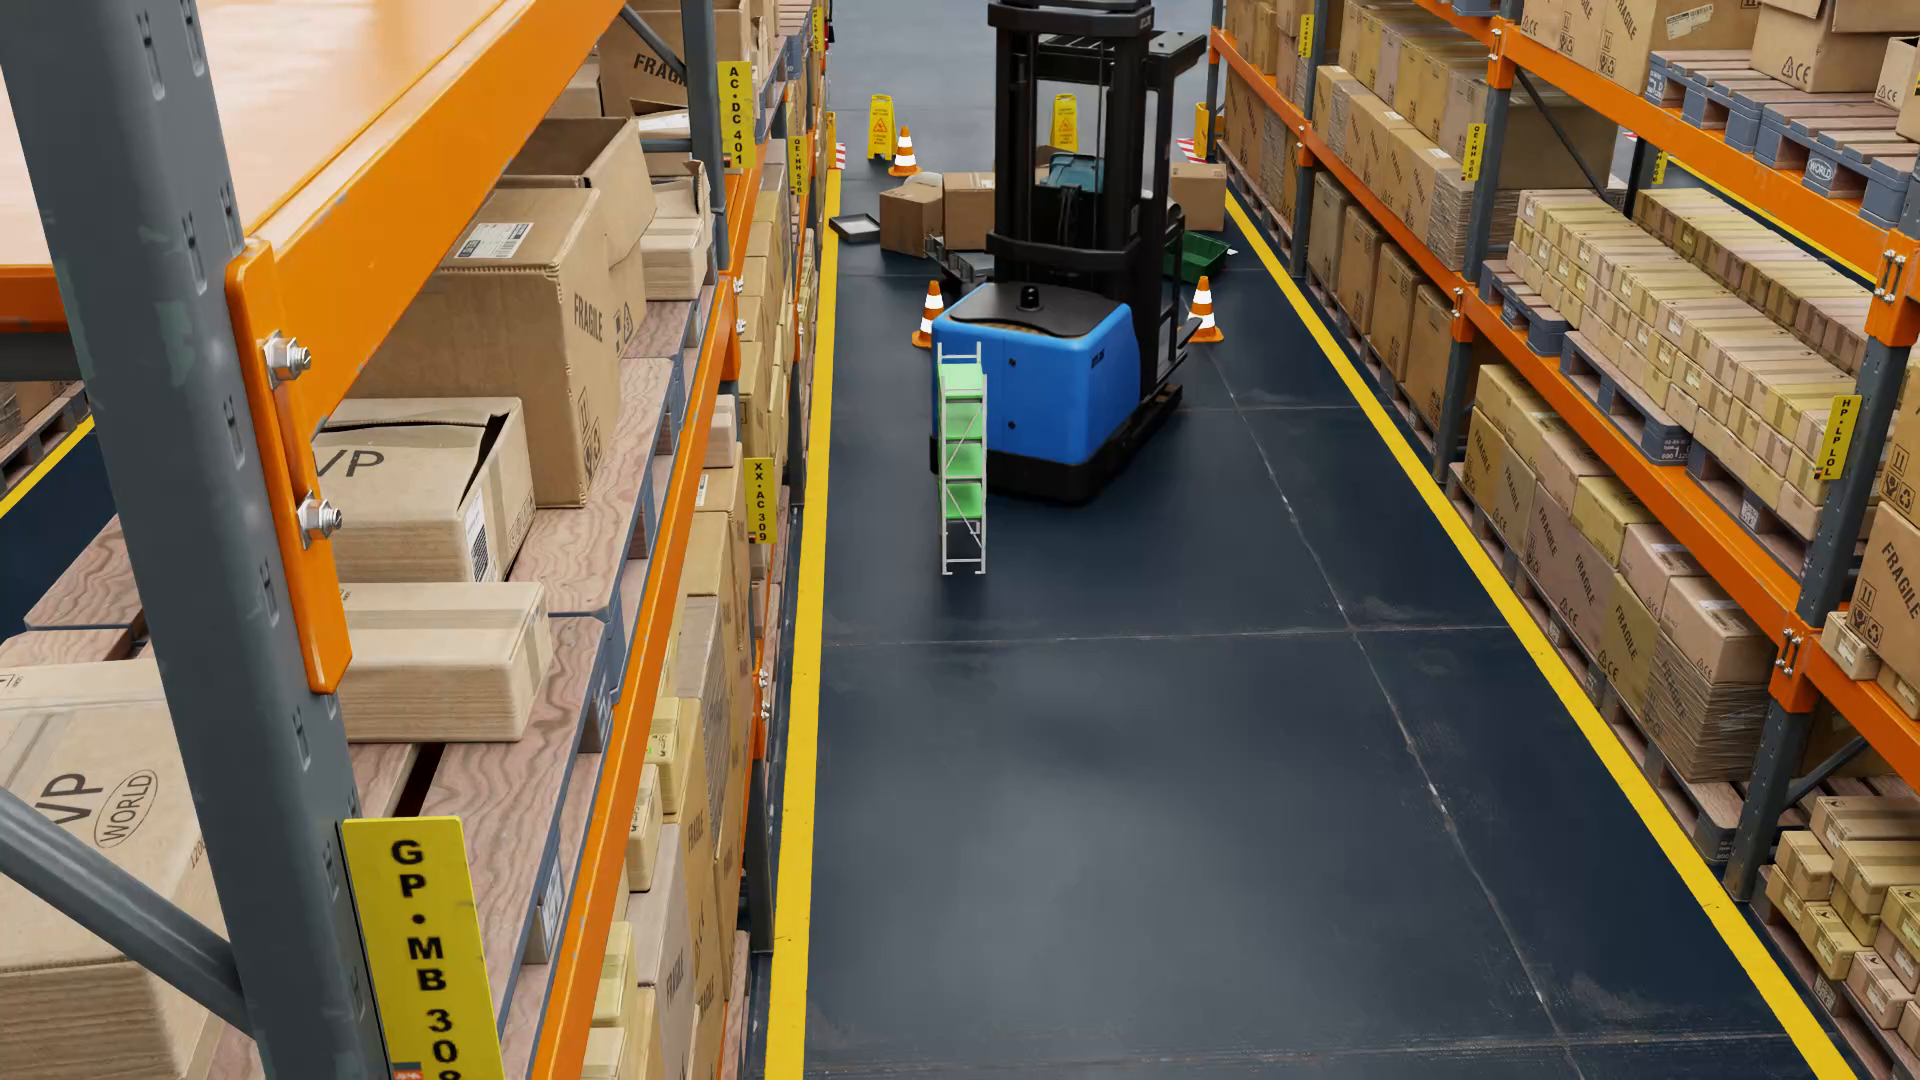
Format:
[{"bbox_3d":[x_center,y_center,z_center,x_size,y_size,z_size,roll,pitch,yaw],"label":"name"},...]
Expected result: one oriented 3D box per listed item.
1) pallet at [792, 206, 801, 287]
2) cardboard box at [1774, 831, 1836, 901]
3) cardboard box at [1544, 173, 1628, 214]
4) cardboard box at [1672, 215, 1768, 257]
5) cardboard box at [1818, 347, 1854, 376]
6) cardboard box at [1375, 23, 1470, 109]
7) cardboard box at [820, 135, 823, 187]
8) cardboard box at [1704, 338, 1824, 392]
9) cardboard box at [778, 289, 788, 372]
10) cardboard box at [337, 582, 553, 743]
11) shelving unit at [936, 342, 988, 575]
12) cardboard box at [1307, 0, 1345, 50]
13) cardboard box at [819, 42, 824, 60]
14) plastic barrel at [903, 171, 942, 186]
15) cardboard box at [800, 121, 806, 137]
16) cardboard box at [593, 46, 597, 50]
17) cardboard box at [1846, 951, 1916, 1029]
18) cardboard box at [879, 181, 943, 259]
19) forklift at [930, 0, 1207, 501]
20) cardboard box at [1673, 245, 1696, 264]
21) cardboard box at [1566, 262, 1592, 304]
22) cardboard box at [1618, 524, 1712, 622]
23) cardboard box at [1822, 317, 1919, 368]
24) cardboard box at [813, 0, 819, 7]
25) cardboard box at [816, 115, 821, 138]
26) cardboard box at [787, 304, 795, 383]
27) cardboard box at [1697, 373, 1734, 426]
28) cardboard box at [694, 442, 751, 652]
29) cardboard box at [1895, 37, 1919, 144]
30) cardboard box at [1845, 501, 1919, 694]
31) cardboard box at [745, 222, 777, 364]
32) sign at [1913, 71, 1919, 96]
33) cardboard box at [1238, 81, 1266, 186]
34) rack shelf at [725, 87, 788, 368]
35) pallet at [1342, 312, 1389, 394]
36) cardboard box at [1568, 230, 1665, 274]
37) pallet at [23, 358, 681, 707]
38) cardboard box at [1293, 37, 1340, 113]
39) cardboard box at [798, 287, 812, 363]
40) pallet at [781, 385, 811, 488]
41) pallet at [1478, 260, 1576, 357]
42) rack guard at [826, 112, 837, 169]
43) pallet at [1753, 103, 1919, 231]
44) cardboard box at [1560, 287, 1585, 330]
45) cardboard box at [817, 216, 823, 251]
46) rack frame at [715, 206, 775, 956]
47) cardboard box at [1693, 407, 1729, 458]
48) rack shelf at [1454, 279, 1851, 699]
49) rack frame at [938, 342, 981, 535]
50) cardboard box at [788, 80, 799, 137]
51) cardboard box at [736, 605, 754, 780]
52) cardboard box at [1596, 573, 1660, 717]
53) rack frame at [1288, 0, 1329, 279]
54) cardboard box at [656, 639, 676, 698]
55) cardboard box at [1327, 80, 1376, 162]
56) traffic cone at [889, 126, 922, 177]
[{"bbox_3d":[-1.595,-1.790,10.145,1.213,0.211,1.003,-1,28,-3],"label":"pallet"},{"bbox_3d":[3.395,1.254,6.409,0.380,0.149,0.250,0,28,0],"label":"cardboard box"},{"bbox_3d":[3.733,-1.973,10.180,0.500,0.500,0.500,-1,28,-2],"label":"cardboard box"},{"bbox_3d":[3.995,-1.601,8.750,0.380,0.149,0.250,-1,28,-1],"label":"cardboard box"},{"bbox_3d":[4.075,-0.750,7.441,0.380,0.149,0.250,0,28,-1],"label":"cardboard box"},{"bbox_3d":[3.365,-3.349,11.739,0.700,0.500,0.500,-1,28,-2],"label":"cardboard box"},{"bbox_3d":[-1.461,-3.221,14.390,0.500,0.500,0.500,0,28,-1],"label":"cardboard box"},{"bbox_3d":[3.440,-0.751,7.121,0.380,0.149,0.250,-1,28,-3],"label":"cardboard box"},{"bbox_3d":[-1.094,-1.013,8.071,0.500,0.250,0.500,-2,28,-4],"label":"cardboard box"},{"bbox_3d":[-0.860,0.189,2.610,0.380,0.149,0.250,0,28,-1],"label":"cardboard box"},{"bbox_3d":[0.009,-0.456,9.326,0.258,1.200,0.503,-1,28,-3],"label":"shelving unit"},{"bbox_3d":[3.293,-4.278,13.379,0.875,0.550,0.550,-1,28,-3],"label":"cardboard box"},{"bbox_3d":[-1.476,-4.612,15.621,0.380,0.149,0.250,-1,28,-2],"label":"cardboard box"},{"bbox_3d":[-0.249,-3.183,15.395,0.512,0.421,0.421,19,33,32],"label":"plastic barrel"},{"bbox_3d":[-1.295,-2.881,11.848,0.380,0.149,0.250,-1,28,-2],"label":"cardboard box"},{"bbox_3d":[-1.491,-1.983,6.864,0.380,0.166,0.250,1,28,2],"label":"cardboard box"},{"bbox_3d":[3.473,1.623,6.023,0.380,0.149,0.250,-2,28,-3],"label":"cardboard box"},{"bbox_3d":[-0.357,-2.816,14.606,0.500,0.500,0.500,19,33,32],"label":"cardboard box"},{"bbox_3d":[0.885,-2.193,10.786,1.130,2.935,3.031,12,30,22],"label":"forklift"},{"bbox_3d":[4.000,-1.459,8.800,0.380,0.149,0.250,-1,28,-1],"label":"cardboard box"},{"bbox_3d":[3.359,-1.328,8.549,0.380,0.149,0.250,-1,28,-2],"label":"cardboard box"},{"bbox_3d":[3.391,0.147,7.663,0.500,0.250,0.500,0,28,0],"label":"cardboard box"},{"bbox_3d":[4.079,-0.879,7.367,0.380,0.149,0.250,-2,28,-3],"label":"cardboard box"},{"bbox_3d":[-1.466,-4.223,13.093,0.700,0.500,0.500,-2,28,-3],"label":"cardboard box"},{"bbox_3d":[-1.396,-3.558,14.335,0.380,0.149,0.250,0,28,-1],"label":"cardboard box"},{"bbox_3d":[-1.123,-1.019,8.622,0.500,0.250,0.500,-1,28,-2],"label":"cardboard box"},{"bbox_3d":[3.434,-0.615,7.182,0.380,0.149,0.250,-2,28,-4],"label":"cardboard box"},{"bbox_3d":[-0.942,0.023,5.274,0.500,0.500,0.500,-2,28,-3],"label":"cardboard box"},{"bbox_3d":[3.786,-1.605,5.778,0.700,0.500,0.500,-1,28,-3],"label":"cardboard box"},{"bbox_3d":[3.470,0.191,5.710,0.500,0.500,0.500,-2,28,-4],"label":"cardboard box"},{"bbox_3d":[-1.089,-1.103,7.432,0.500,0.500,0.500,-2,28,-3],"label":"cardboard box"},{"bbox_3d":[3.142,-1.586,5.319,0.100,0.325,0.005,-1,28,-3],"label":"sign"},{"bbox_3d":[3.219,-3.935,15.895,0.875,0.875,0.875,-2,28,-3],"label":"cardboard box"},{"bbox_3d":[-1.347,-1.636,7.177,1.077,0.370,4.000,-1,28,-3],"label":"rack shelf"},{"bbox_3d":[3.460,-1.406,12.217,1.003,0.211,1.213,-1,28,-3],"label":"pallet"},{"bbox_3d":[3.356,-1.475,8.509,0.380,0.149,0.250,-3,28,-5],"label":"cardboard box"},{"bbox_3d":[-1.149,-0.052,3.457,1.003,0.211,1.213,-1,28,-3],"label":"pallet"},{"bbox_3d":[3.247,-3.798,13.627,0.875,0.550,0.550,-1,28,-3],"label":"cardboard box"},{"bbox_3d":[-1.551,-1.521,11.811,0.950,0.372,0.625,0,28,-1],"label":"cardboard box"},{"bbox_3d":[-1.490,-0.673,10.812,1.003,0.211,1.213,-1,28,-3],"label":"pallet"},{"bbox_3d":[3.631,-1.303,9.212,1.213,0.211,1.003,-1,28,-3],"label":"pallet"},{"bbox_3d":[-1.865,-4.099,17.069,1.175,0.500,0.348,-1,28,-3],"label":"rack guard"},{"bbox_3d":[3.770,-1.402,6.153,1.213,0.211,1.003,-1,28,-3],"label":"pallet"},{"bbox_3d":[3.353,-1.205,8.634,0.380,0.149,0.250,0,28,0],"label":"cardboard box"},{"bbox_3d":[-1.421,-2.642,14.090,0.500,0.250,0.500,-3,28,-5],"label":"cardboard box"},{"bbox_3d":[-1.242,0.299,5.933,1.000,3.000,0.127,-1,28,-3],"label":"rack frame"},{"bbox_3d":[3.439,-0.471,7.228,0.380,0.149,0.250,-3,28,-5],"label":"cardboard box"},{"bbox_3d":[3.591,-0.472,8.189,1.077,0.370,4.000,-1,28,-3],"label":"rack shelf"},{"bbox_3d":[-0.004,-0.568,9.542,0.240,1.200,0.015,-1,28,-3],"label":"rack frame"},{"bbox_3d":[-1.330,-2.841,11.069,0.500,0.500,0.500,-2,28,-5],"label":"cardboard box"},{"bbox_3d":[-0.963,0.463,5.511,0.500,0.500,0.500,-1,28,-2],"label":"cardboard box"},{"bbox_3d":[3.379,0.482,7.831,0.500,0.500,0.500,-2,28,-4],"label":"cardboard box"},{"bbox_3d":[3.278,-3.562,13.335,1.000,3.000,0.127,-1,28,-3],"label":"rack frame"},{"bbox_3d":[-0.877,0.363,3.919,0.380,0.149,0.250,-1,28,-3],"label":"cardboard box"},{"bbox_3d":[3.064,-3.123,12.387,0.500,0.500,0.500,-1,28,-2],"label":"cardboard box"},{"bbox_3d":[-0.558,-3.950,16.824,0.336,0.463,0.334,-1,28,-3],"label":"traffic cone"}]
